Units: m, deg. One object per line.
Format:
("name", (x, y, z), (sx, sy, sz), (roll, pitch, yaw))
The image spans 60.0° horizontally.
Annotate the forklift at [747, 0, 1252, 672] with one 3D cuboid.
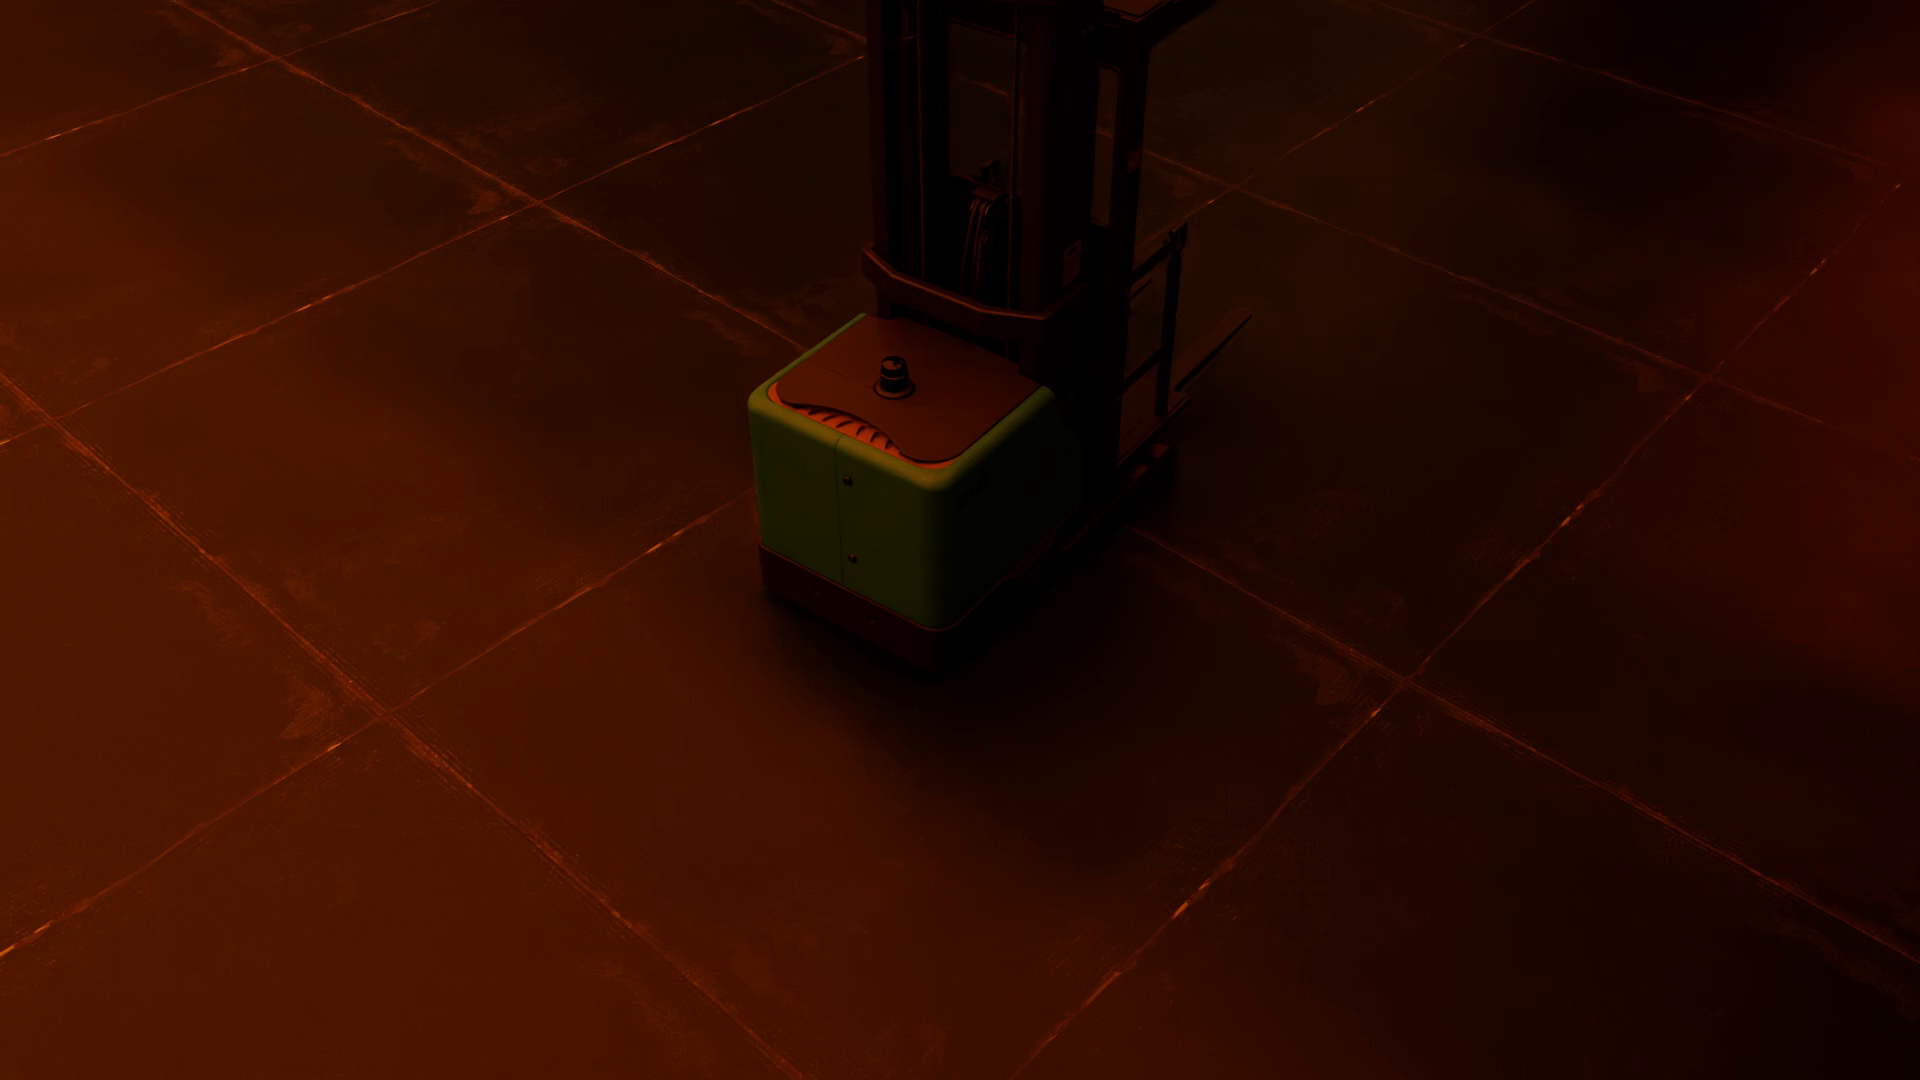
("forklift", (0.386, -1.479, 7.152), (1.130, 2.935, 3.031), (25, 47, 26))
